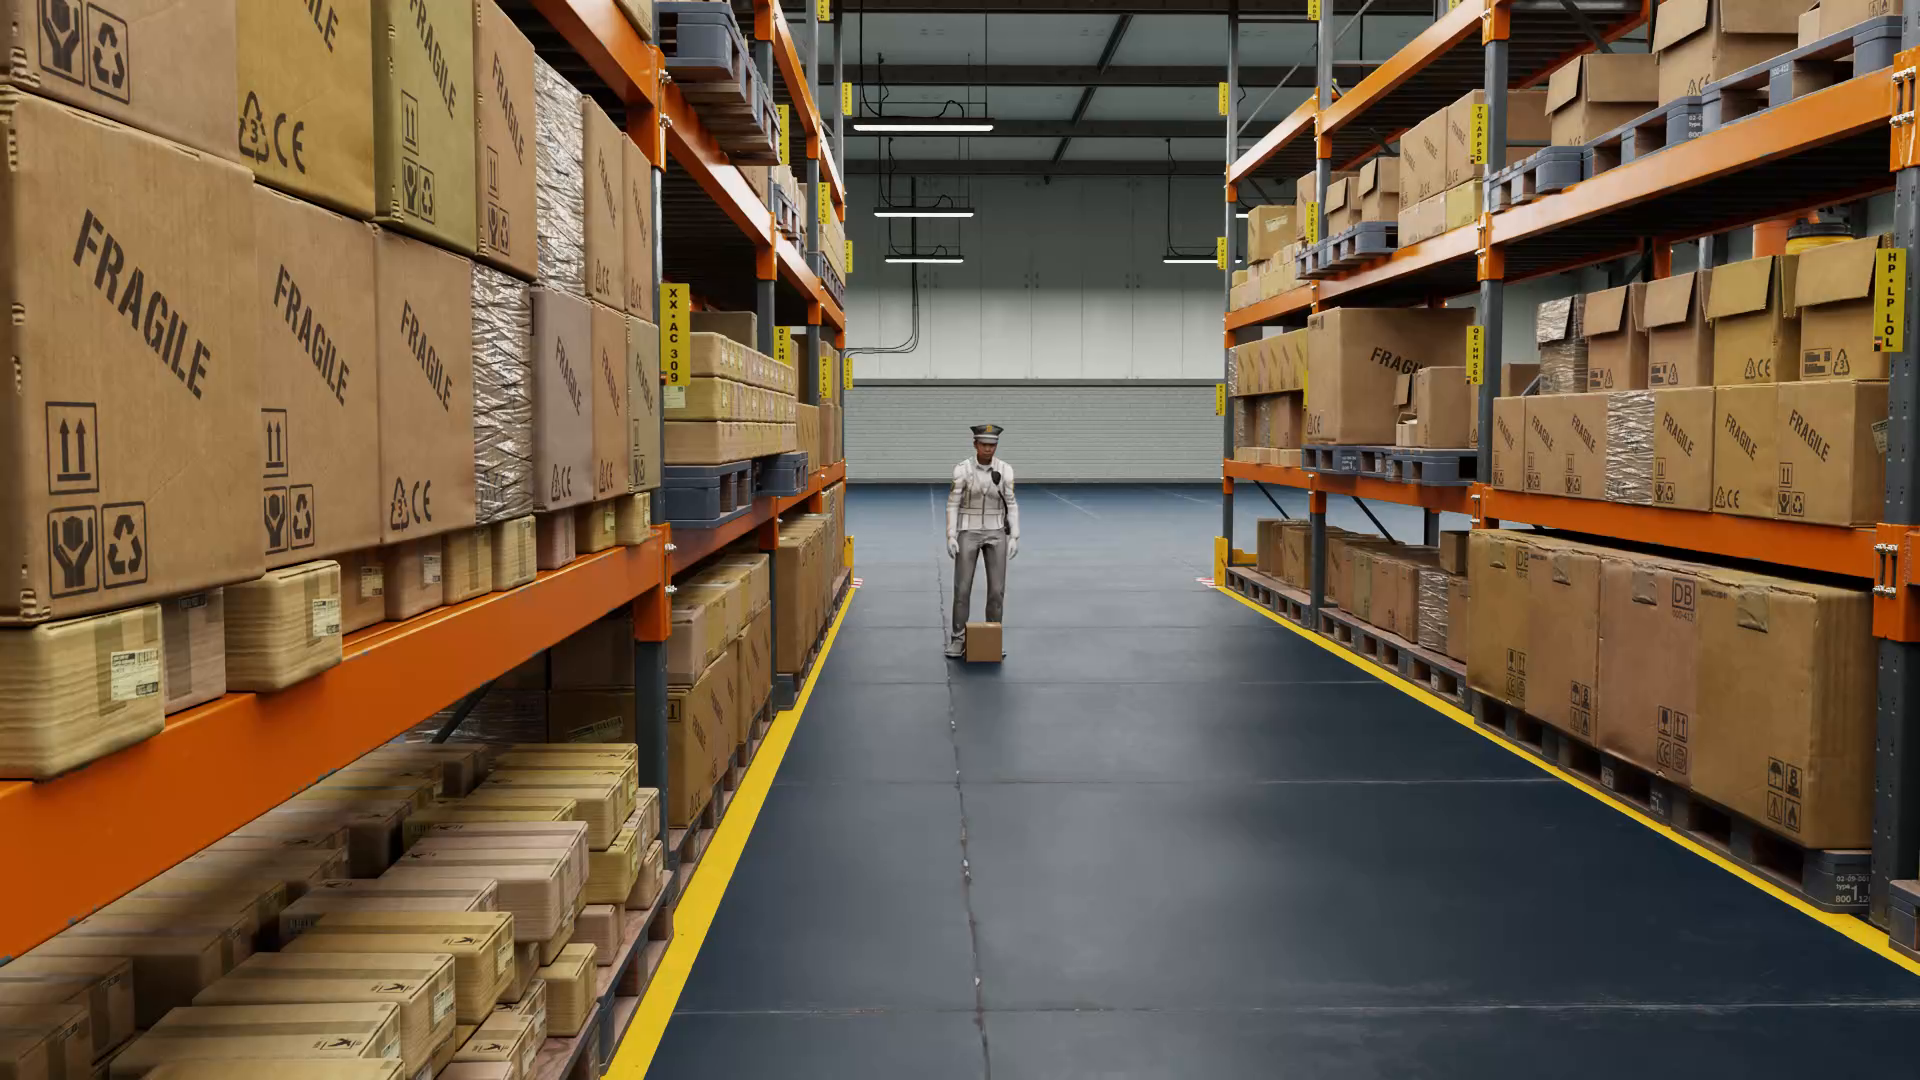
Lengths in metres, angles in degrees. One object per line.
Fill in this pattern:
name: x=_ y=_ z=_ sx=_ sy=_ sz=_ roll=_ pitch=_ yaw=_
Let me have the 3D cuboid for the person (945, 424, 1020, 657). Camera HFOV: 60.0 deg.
person: x=0.161 y=0.000 z=11.953 sx=0.547 sy=1.665 sz=0.372 roll=0 pitch=4 yaw=-5
